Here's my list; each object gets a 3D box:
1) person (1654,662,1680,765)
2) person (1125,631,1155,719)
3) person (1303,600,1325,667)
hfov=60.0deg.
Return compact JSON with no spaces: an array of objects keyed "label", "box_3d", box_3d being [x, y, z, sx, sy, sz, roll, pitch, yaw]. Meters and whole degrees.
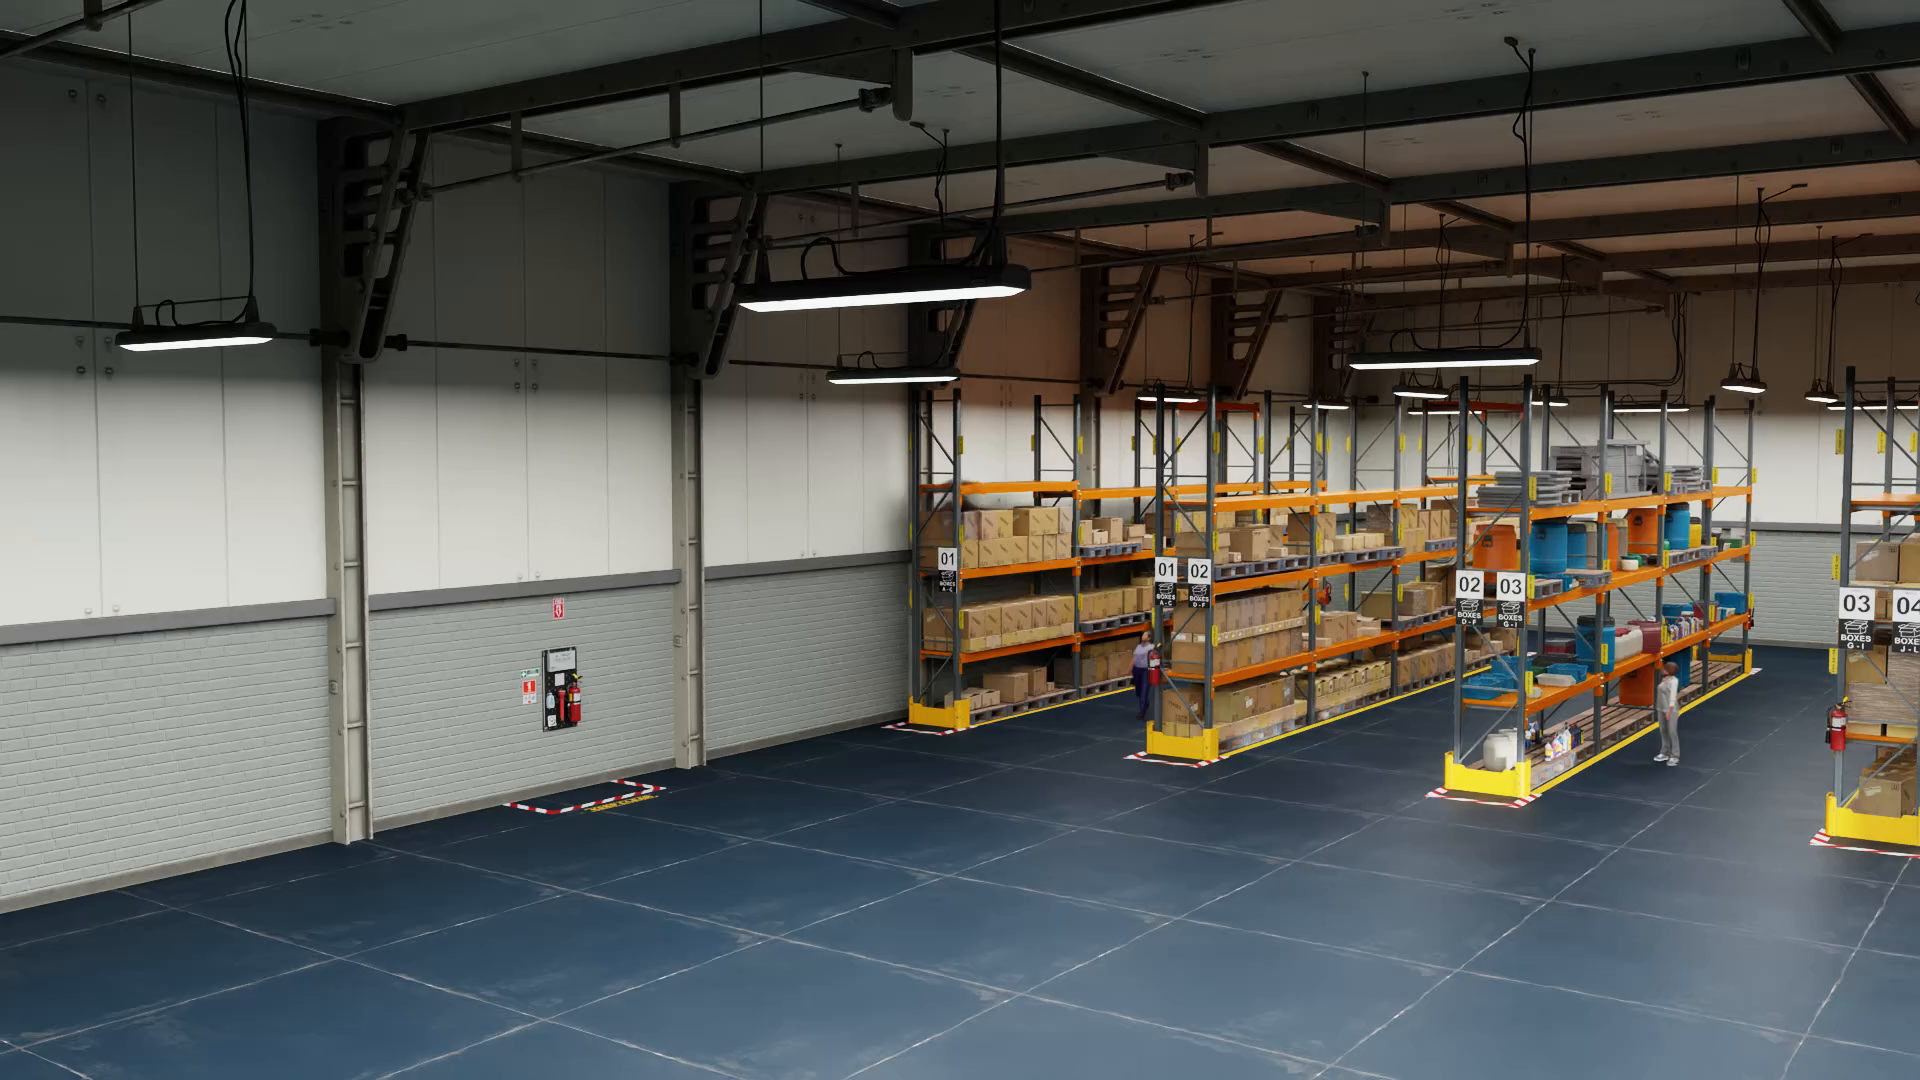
[{"label":"person","box_3d":[11.148,2.717,26.175,0.339,1.620,0.409,-1,3,-17]},{"label":"person","box_3d":[3.376,2.462,30.656,0.568,1.578,0.978,2,4,28]},{"label":"person","box_3d":[7.702,2.121,35.998,0.591,1.723,0.804,3,4,40]}]
